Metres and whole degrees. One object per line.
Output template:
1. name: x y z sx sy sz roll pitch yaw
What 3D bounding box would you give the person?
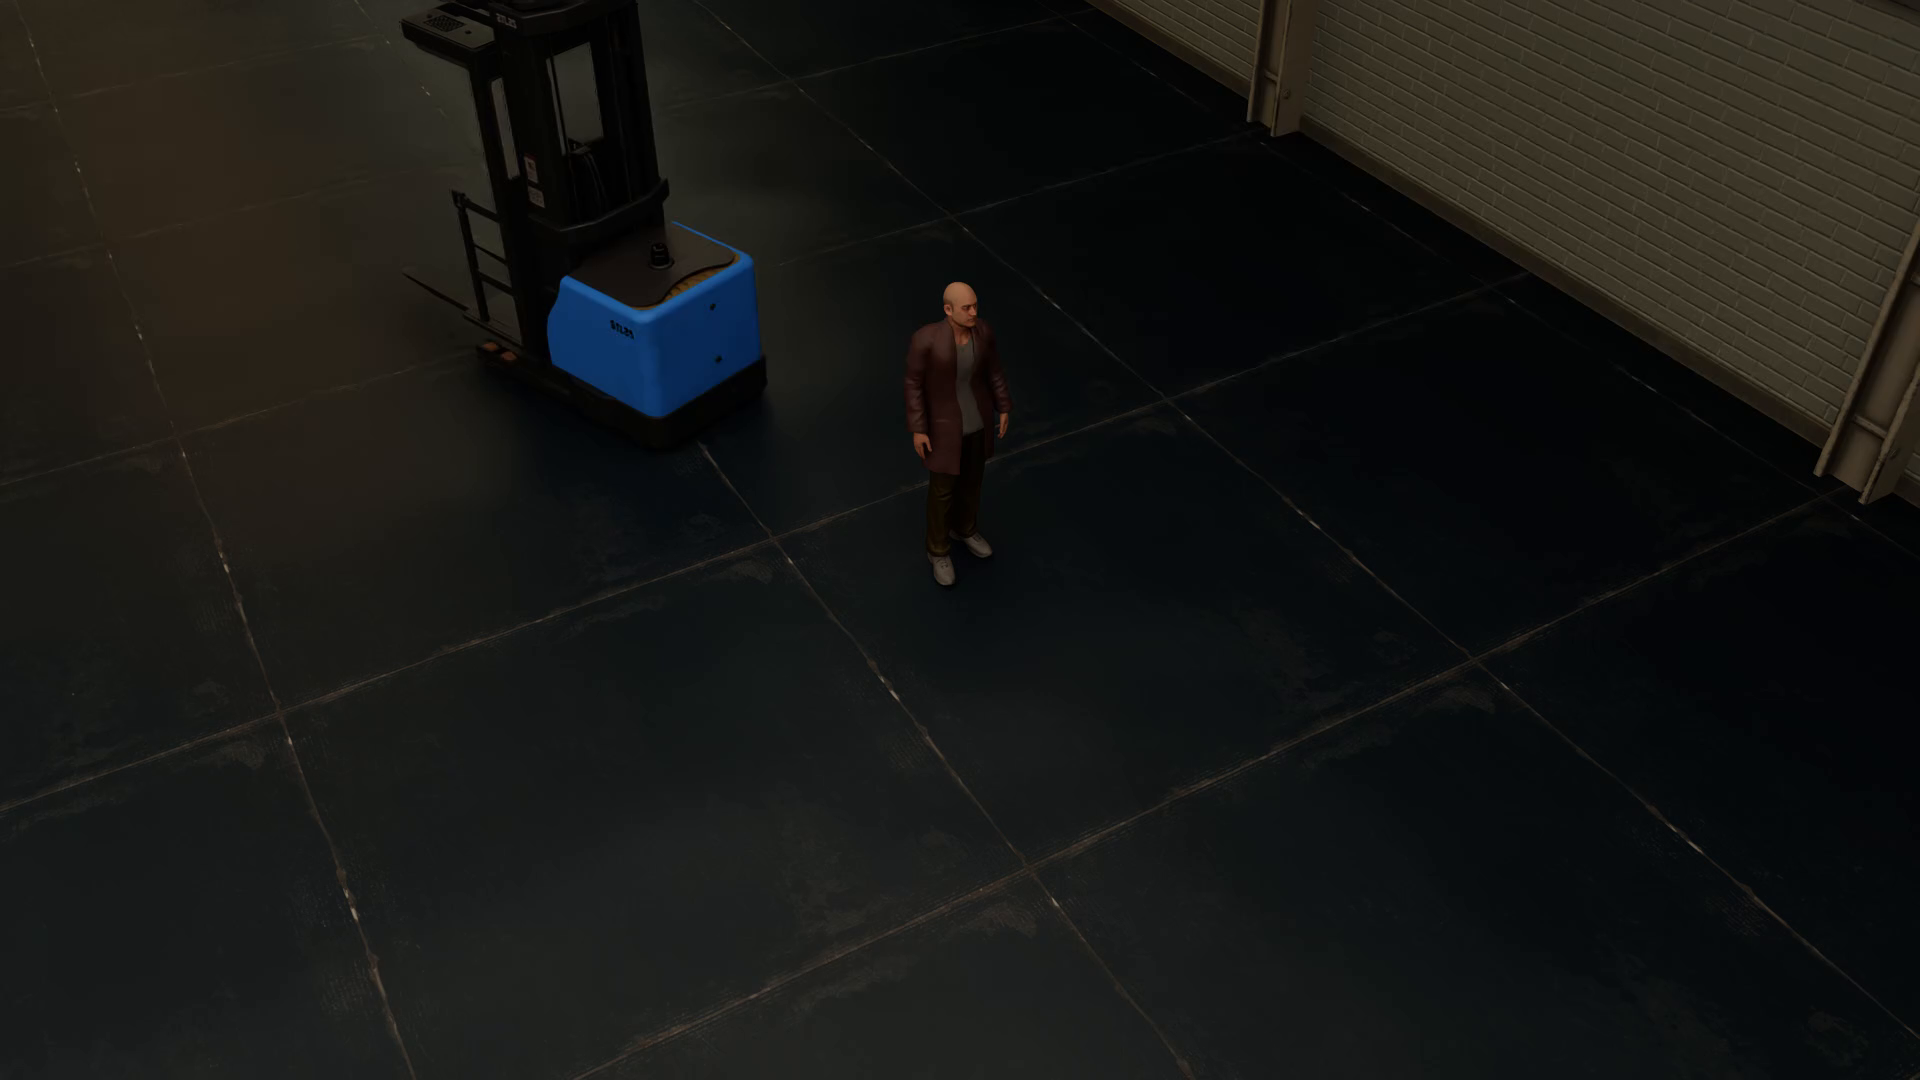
1. person: 0.041 -0.638 9.698 0.696 1.776 0.582 -20 44 -23

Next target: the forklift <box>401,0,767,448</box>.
1. forklift: -2.796 -2.521 11.076 3.031 2.935 1.130 28 47 29
